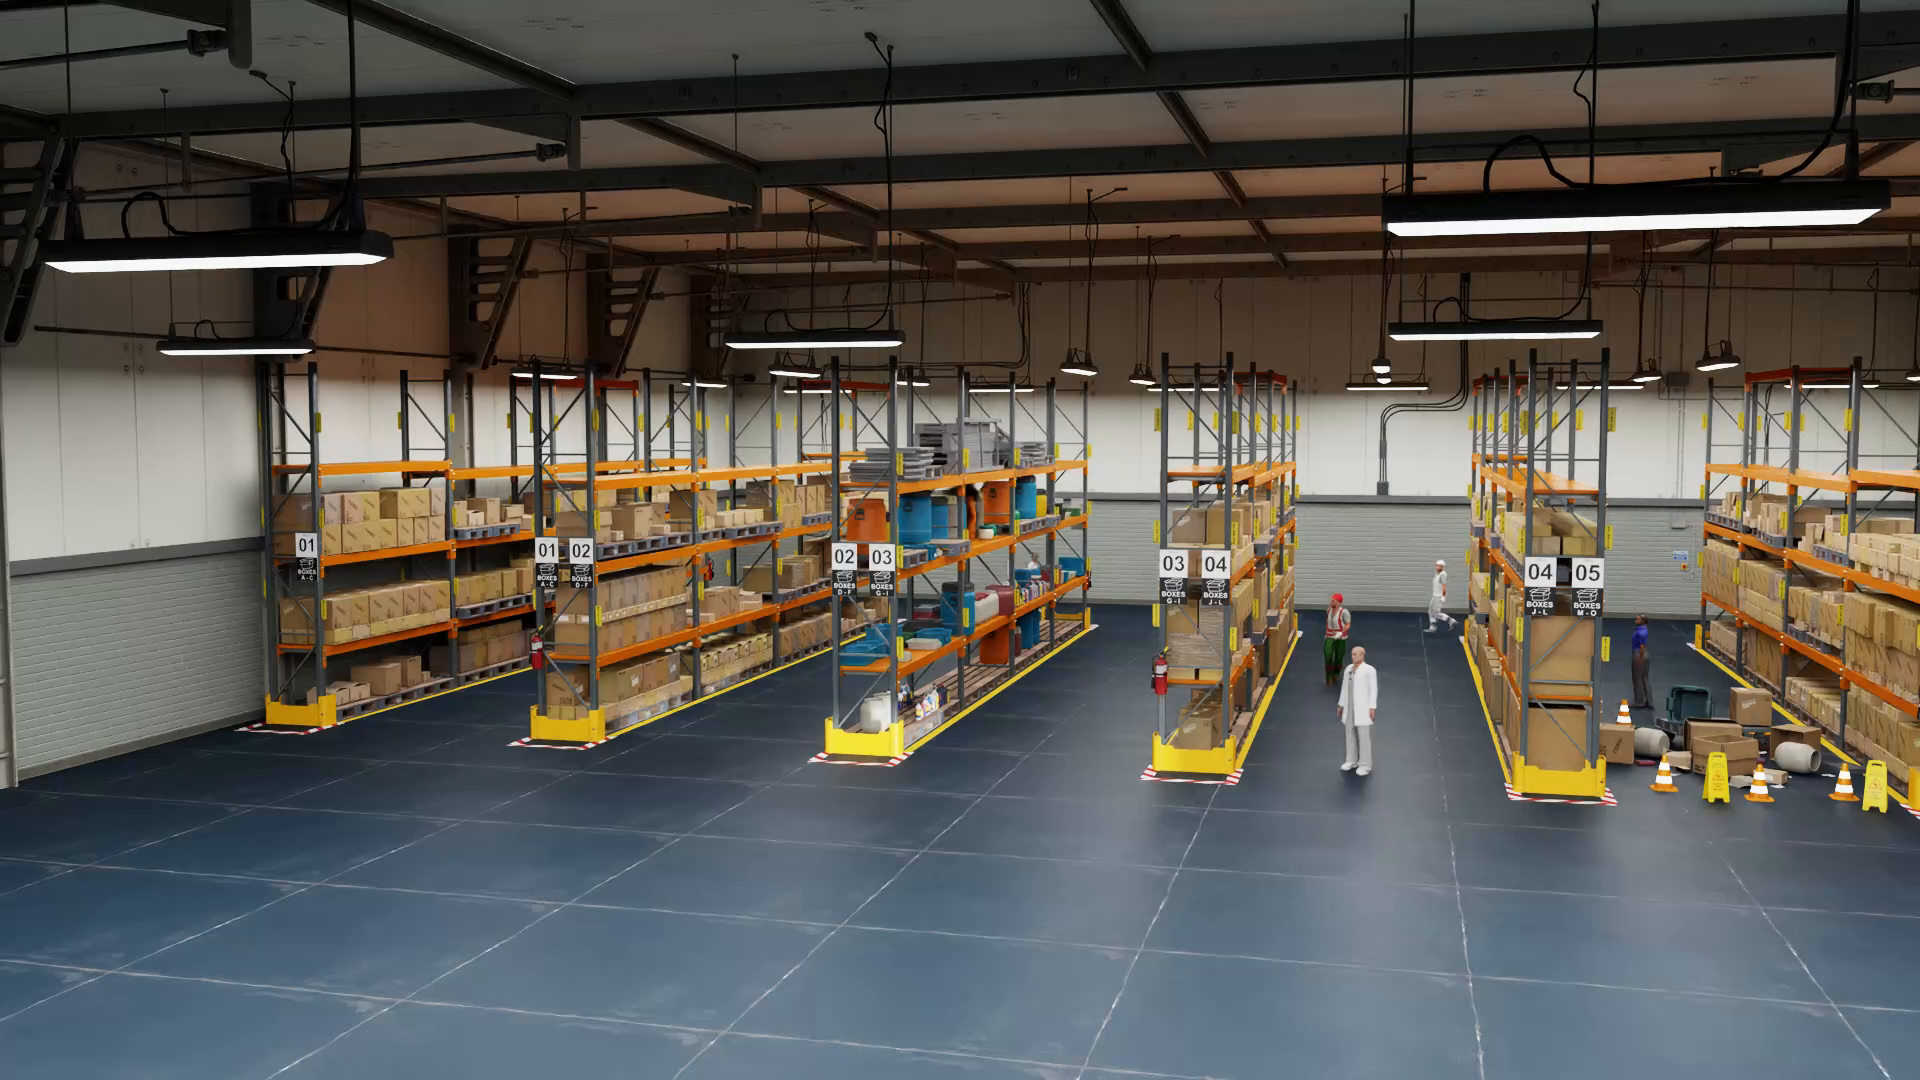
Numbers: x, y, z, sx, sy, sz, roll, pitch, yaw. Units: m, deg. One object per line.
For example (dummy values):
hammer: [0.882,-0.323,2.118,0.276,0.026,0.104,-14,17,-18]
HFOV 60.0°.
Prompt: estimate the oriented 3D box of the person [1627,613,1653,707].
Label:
person: [12.028,2.125,29.367,0.485,1.649,0.401,-4,6,-43]

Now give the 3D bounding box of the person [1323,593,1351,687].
person: [7.241,1.921,31.911,0.499,1.813,0.883,1,4,17]

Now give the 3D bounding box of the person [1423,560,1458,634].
person: [11.391,1.348,39.393,0.771,1.760,0.676,1,4,13]

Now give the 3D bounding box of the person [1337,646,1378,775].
person: [5.683,2.436,23.913,0.386,1.809,0.626,-3,5,-32]

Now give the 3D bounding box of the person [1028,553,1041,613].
person: [1.918,1.120,43.879,0.622,1.572,0.428,2,5,29]
